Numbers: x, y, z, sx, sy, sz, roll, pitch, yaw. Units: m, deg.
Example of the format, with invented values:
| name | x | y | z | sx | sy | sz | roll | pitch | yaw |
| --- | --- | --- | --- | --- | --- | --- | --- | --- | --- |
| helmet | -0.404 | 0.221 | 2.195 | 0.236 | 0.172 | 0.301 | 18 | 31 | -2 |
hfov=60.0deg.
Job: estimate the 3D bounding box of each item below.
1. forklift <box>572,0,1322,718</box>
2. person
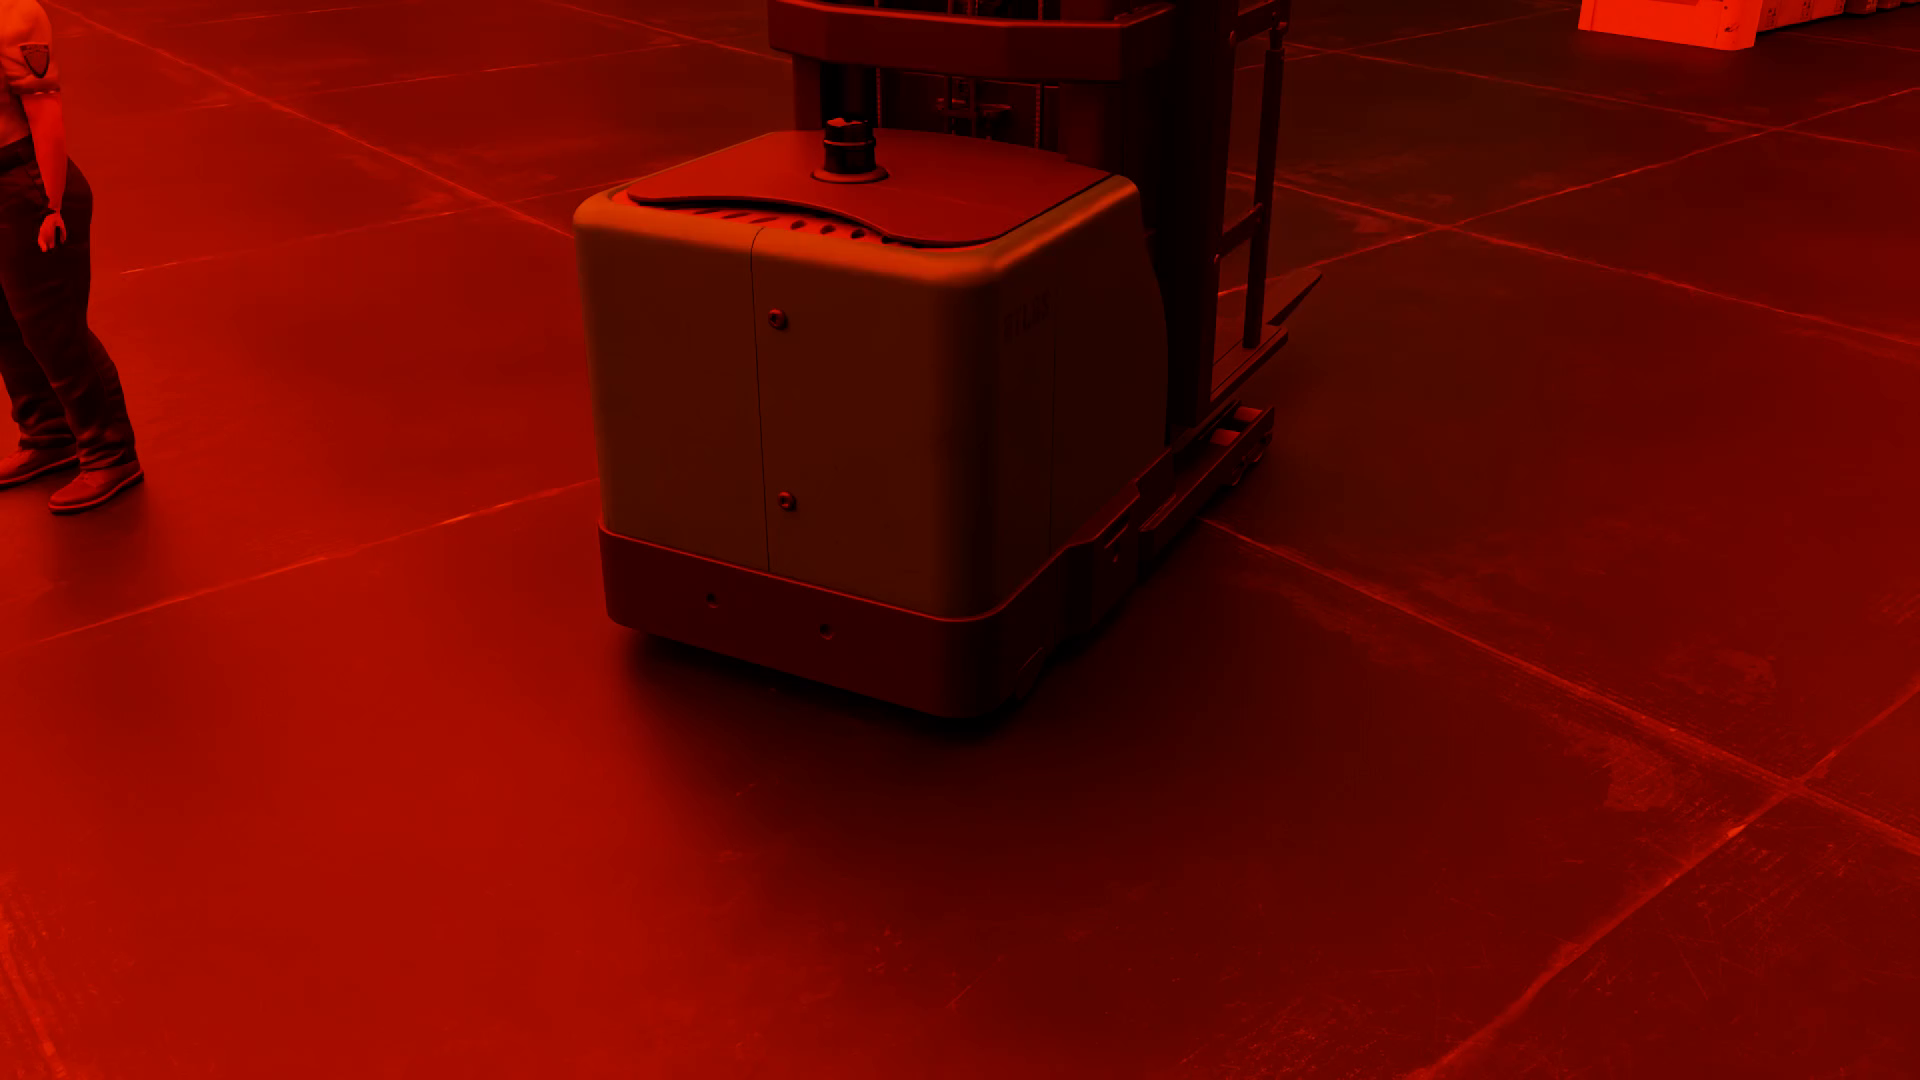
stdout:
| name | x | y | z | sx | sy | sz | roll | pitch | yaw |
| --- | --- | --- | --- | --- | --- | --- | --- | --- | --- |
| forklift | 0.285 | -1.552 | 4.331 | 1.130 | 2.935 | 3.031 | 13 | 29 | 25 |
| person | -2.582 | -0.906 | 4.481 | 0.471 | 1.651 | 0.363 | 14 | 30 | 27 |
